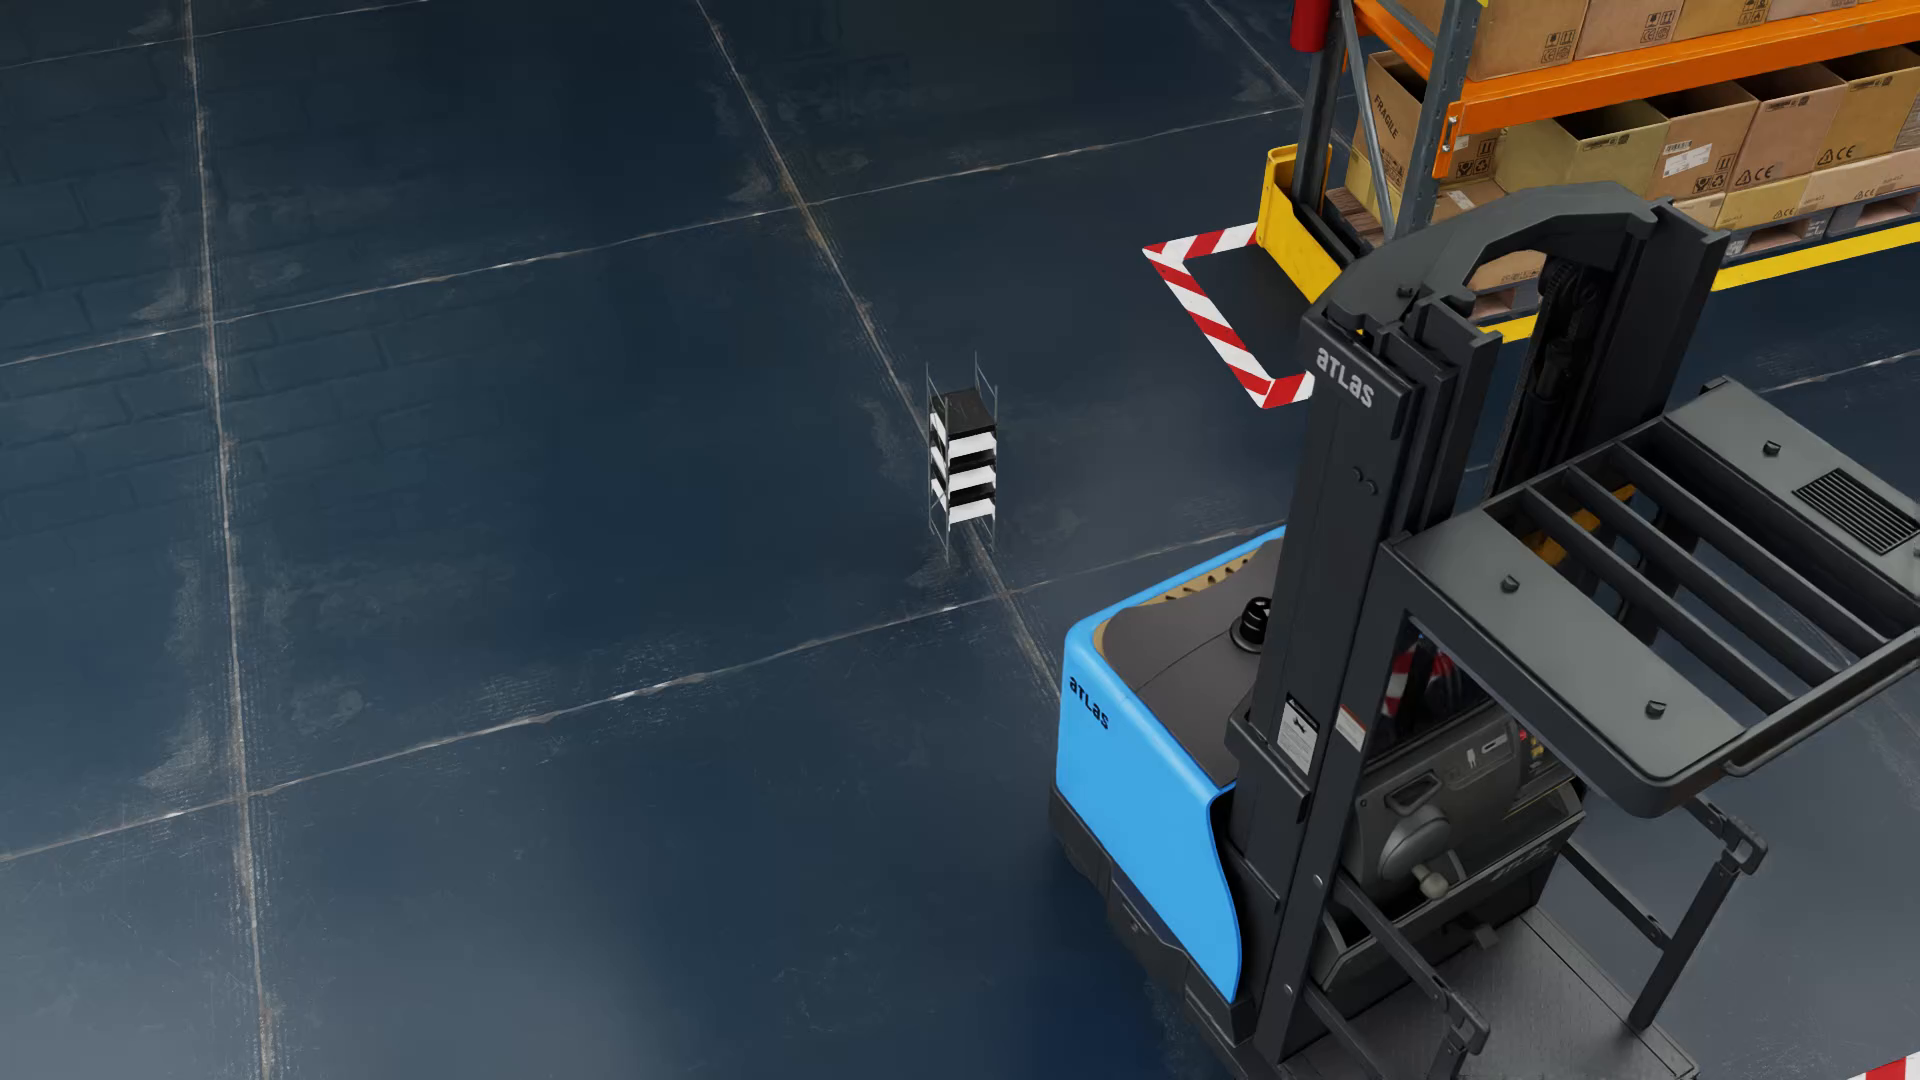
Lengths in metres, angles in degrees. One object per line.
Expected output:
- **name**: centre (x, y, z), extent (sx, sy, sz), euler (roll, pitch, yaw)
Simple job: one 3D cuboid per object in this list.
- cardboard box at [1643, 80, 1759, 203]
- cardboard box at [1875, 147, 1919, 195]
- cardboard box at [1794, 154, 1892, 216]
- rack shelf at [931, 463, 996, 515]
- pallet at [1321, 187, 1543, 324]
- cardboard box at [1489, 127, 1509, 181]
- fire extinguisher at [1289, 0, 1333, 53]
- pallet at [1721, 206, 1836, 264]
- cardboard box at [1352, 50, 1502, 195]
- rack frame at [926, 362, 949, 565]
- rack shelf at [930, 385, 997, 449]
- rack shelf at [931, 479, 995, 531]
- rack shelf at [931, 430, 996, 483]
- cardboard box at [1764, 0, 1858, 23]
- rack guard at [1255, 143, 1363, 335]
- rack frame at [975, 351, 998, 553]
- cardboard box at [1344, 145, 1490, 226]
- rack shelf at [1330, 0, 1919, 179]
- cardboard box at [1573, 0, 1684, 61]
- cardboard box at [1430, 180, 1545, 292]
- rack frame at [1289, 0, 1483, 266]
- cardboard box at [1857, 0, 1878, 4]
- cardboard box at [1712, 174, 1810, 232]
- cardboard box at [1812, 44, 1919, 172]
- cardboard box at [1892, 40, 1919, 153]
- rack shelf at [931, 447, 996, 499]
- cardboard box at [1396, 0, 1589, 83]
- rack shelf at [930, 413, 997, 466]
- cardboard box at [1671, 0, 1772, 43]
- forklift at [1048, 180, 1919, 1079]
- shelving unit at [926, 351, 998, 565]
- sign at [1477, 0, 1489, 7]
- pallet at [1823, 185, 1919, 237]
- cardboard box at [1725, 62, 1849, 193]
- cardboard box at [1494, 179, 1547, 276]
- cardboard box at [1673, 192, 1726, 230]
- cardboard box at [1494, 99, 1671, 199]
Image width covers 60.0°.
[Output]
- **cardboard box**: centre (3.410, -1.977, 8.027), extent (0.500, 0.500, 0.500), euler (-14, 47, -14)
- **cardboard box**: centre (4.821, -2.072, 8.652), extent (0.500, 0.250, 0.500), euler (-14, 47, -14)
- **cardboard box**: centre (4.356, -1.942, 8.522), extent (0.500, 0.250, 0.500), euler (-14, 47, -14)
- **rack shelf**: centre (0.008, -0.233, 6.830), extent (0.200, 0.077, 0.258), euler (-14, 47, -14)
- **pallet**: centre (2.599, -1.531, 8.436), extent (1.213, 0.211, 1.003), euler (-14, 47, -14)
- **cardboard box**: centre (2.764, -1.935, 8.515), extent (0.500, 0.250, 0.500), euler (-14, 47, -14)
- **fire extinguisher**: centre (1.625, -2.557, 7.545), extent (0.183, 0.674, 0.296), euler (-14, 47, -14)
- **pallet**: centre (3.745, -1.822, 8.726), extent (1.213, 0.211, 1.003), euler (-14, 47, -14)
- **cardboard box**: centre (2.298, -2.073, 8.123), extent (0.500, 0.500, 0.500), euler (-14, 47, -14)
- **rack frame**: centre (-0.088, -0.295, 6.718), extent (0.006, 0.900, 0.240), euler (-14, 47, -14)
- **rack shelf**: centre (0.008, -0.487, 6.575), extent (0.200, 0.077, 0.258), euler (-14, 47, -14)
- **rack shelf**: centre (0.008, -0.169, 6.894), extent (0.200, 0.077, 0.258), euler (-14, 47, -14)
- **rack shelf**: centre (0.008, -0.360, 6.702), extent (0.200, 0.077, 0.258), euler (-14, 47, -14)
- **cardboard box**: centre (3.793, -2.817, 7.678), extent (0.500, 0.500, 0.700), euler (-13, 47, -13)
- **rack guard**: centre (1.872, -1.415, 8.117), extent (0.348, 0.500, 1.175), euler (-14, 47, -14)
- **rack frame**: centre (0.103, -0.344, 6.767), extent (0.006, 0.900, 0.240), euler (-14, 47, -14)
- **cardboard box**: centre (2.298, -1.807, 8.387), extent (0.500, 0.250, 0.500), euler (-14, 47, -14)
- **rack shelf**: centre (3.775, -2.531, 7.972), extent (4.000, 0.370, 1.077), euler (-14, 47, -14)
- **cardboard box**: centre (2.830, -2.572, 7.434), extent (0.500, 0.500, 0.700), euler (-13, 47, -13)
- **cardboard box**: centre (2.474, -1.462, 8.043), extent (0.500, 0.250, 0.500), euler (-14, 47, -14)
- **rack frame**: centre (1.894, -2.304, 7.237), extent (0.127, 3.000, 1.000), euler (-14, 47, -14)
- **cardboard box**: centre (4.274, -2.941, 7.802), extent (0.500, 0.500, 0.700), euler (-14, 47, -13)
- **cardboard box**: centre (3.886, -1.822, 8.402), extent (0.500, 0.250, 0.500), euler (-14, 47, -14)
- **cardboard box**: centre (4.351, -2.215, 8.265), extent (0.500, 0.500, 0.500), euler (-14, 47, -14)
- **cardboard box**: centre (4.820, -2.338, 8.387), extent (0.500, 0.500, 0.500), euler (-14, 47, -14)
- **rack shelf**: centre (0.008, -0.296, 6.766), extent (0.200, 0.077, 0.258), euler (-14, 47, -14)
- **cardboard box**: centre (2.338, -2.443, 7.305), extent (0.500, 0.500, 0.700), euler (-14, 47, -14)
- **rack shelf**: centre (0.008, -0.423, 6.639), extent (0.200, 0.077, 0.258), euler (-14, 47, -14)
- **cardboard box**: centre (3.299, -2.688, 7.550), extent (0.500, 0.500, 0.700), euler (-14, 47, -14)
- **forklift**: centre (1.515, 0.714, 4.278), extent (1.130, 2.935, 3.031), euler (-23, 50, -22)
- **shelving unit**: centre (0.008, -0.320, 6.743), extent (0.210, 0.900, 0.258), euler (-14, 47, -14)
- **sign**: centre (2.077, -2.266, 6.533), extent (0.005, 0.325, 0.100), euler (-14, 47, -14)
- **pallet**: centre (4.894, -2.118, 9.021), extent (1.213, 0.211, 1.003), euler (-14, 47, -14)
- **cardboard box**: centre (3.886, -2.086, 8.136), extent (0.500, 0.500, 0.500), euler (-14, 47, -14)
- **cardboard box**: centre (2.943, -1.585, 8.166), extent (0.500, 0.250, 0.500), euler (-14, 47, -14)
- **cardboard box**: centre (3.414, -1.705, 8.285), extent (0.500, 0.250, 0.500), euler (-14, 47, -14)
- **cardboard box**: centre (2.944, -1.848, 7.899), extent (0.500, 0.500, 0.500), euler (-14, 47, -14)
